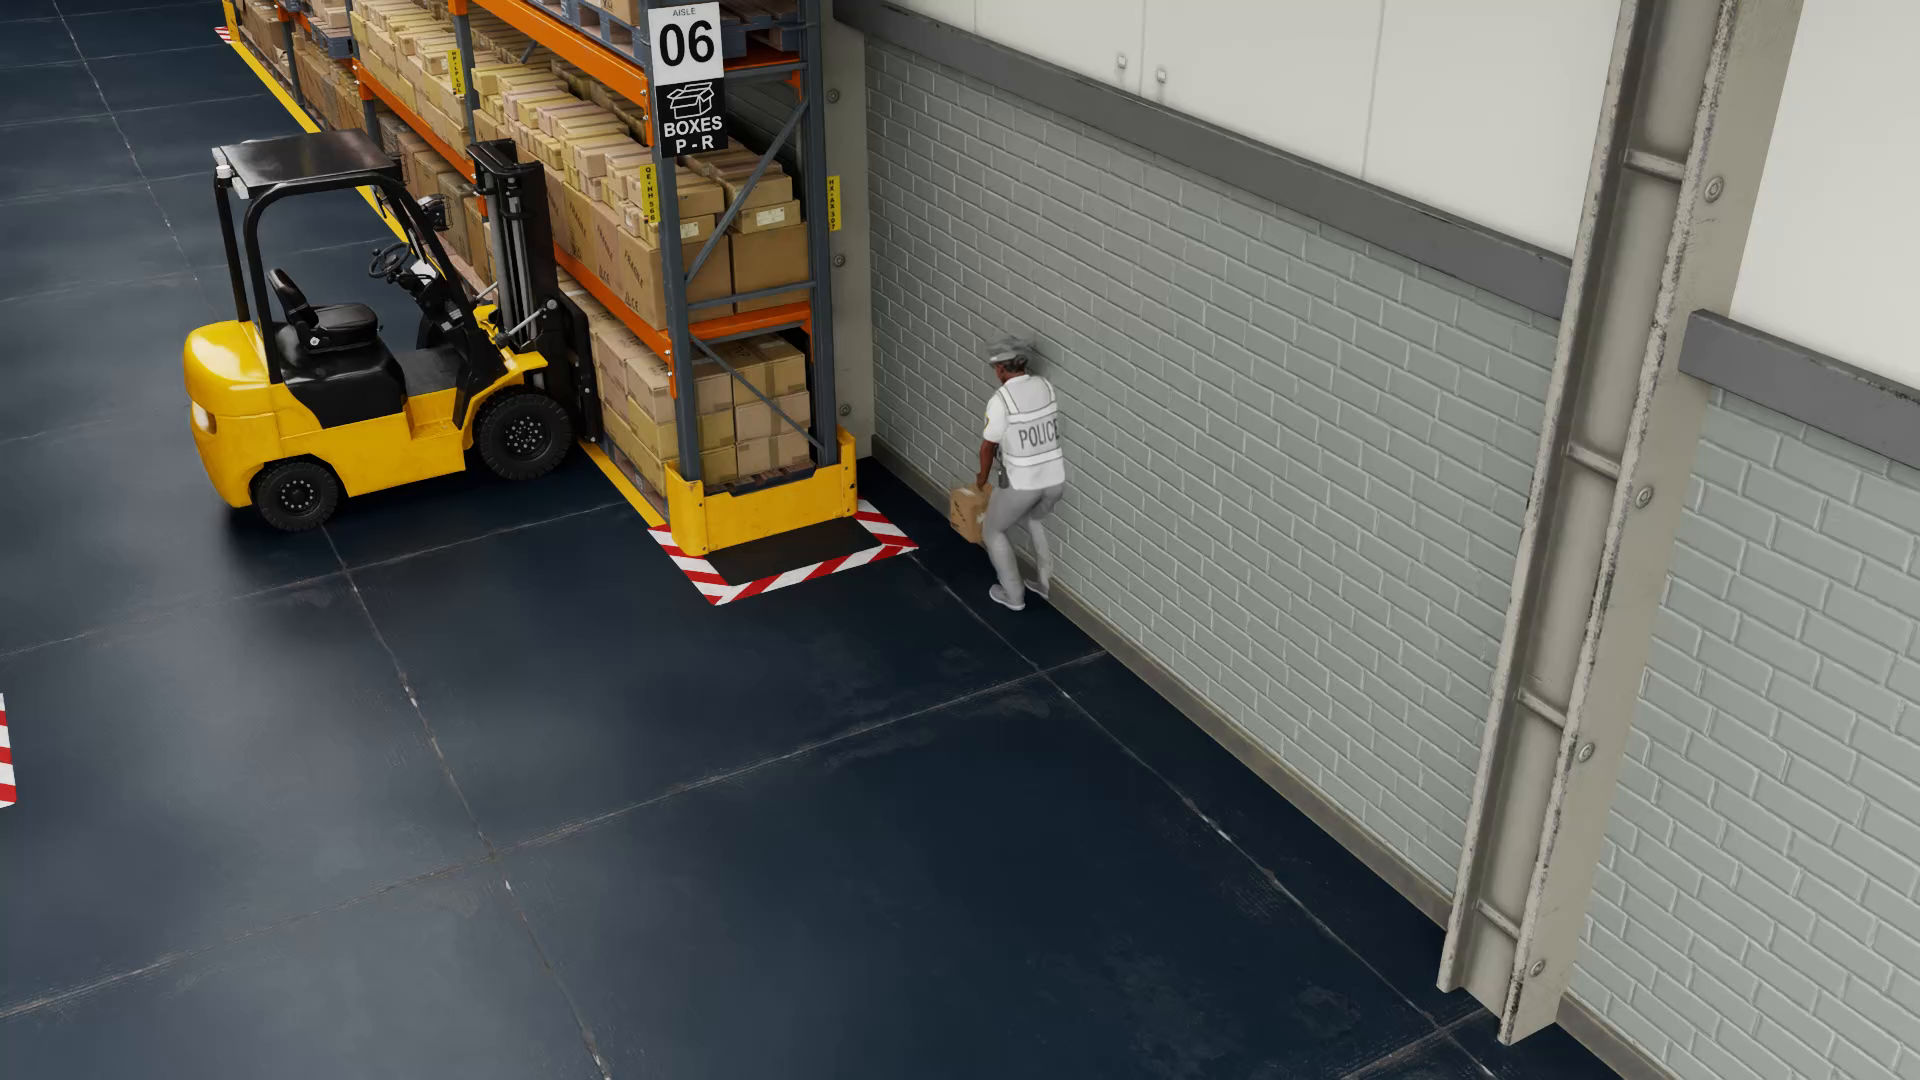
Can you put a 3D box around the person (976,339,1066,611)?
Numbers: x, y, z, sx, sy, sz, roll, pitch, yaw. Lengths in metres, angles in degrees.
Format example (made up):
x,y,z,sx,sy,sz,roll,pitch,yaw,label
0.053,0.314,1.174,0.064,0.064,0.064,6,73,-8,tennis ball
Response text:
x,y,z,sx,sy,sz,roll,pitch,yaw,label
0.329,-0.355,9.306,0.476,1.564,0.540,-15,33,-25,person
